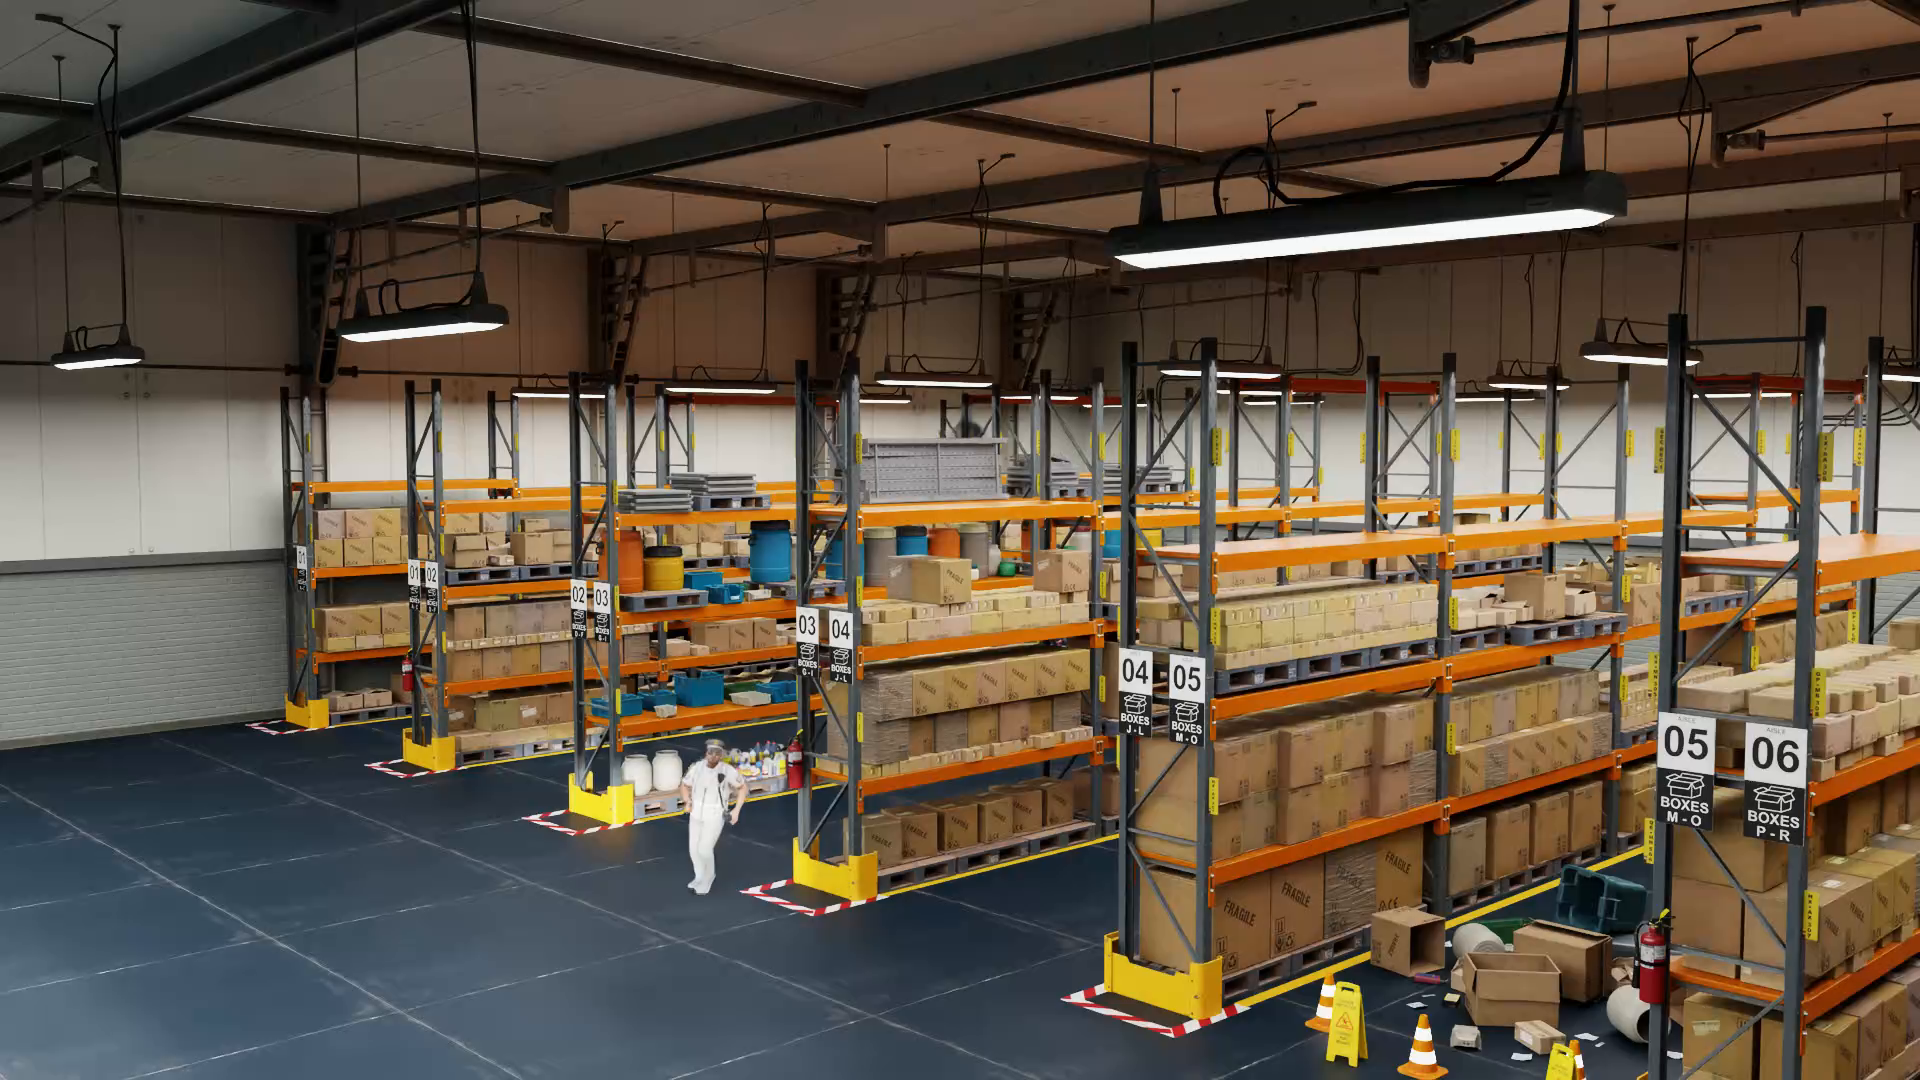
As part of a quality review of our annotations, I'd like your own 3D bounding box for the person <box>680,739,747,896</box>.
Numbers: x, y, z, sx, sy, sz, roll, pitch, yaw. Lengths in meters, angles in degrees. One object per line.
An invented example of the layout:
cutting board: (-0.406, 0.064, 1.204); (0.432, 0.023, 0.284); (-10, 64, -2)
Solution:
person: (-2.803, 3.112, 18.660); (0.733, 1.781, 0.612); (1, 4, 14)
